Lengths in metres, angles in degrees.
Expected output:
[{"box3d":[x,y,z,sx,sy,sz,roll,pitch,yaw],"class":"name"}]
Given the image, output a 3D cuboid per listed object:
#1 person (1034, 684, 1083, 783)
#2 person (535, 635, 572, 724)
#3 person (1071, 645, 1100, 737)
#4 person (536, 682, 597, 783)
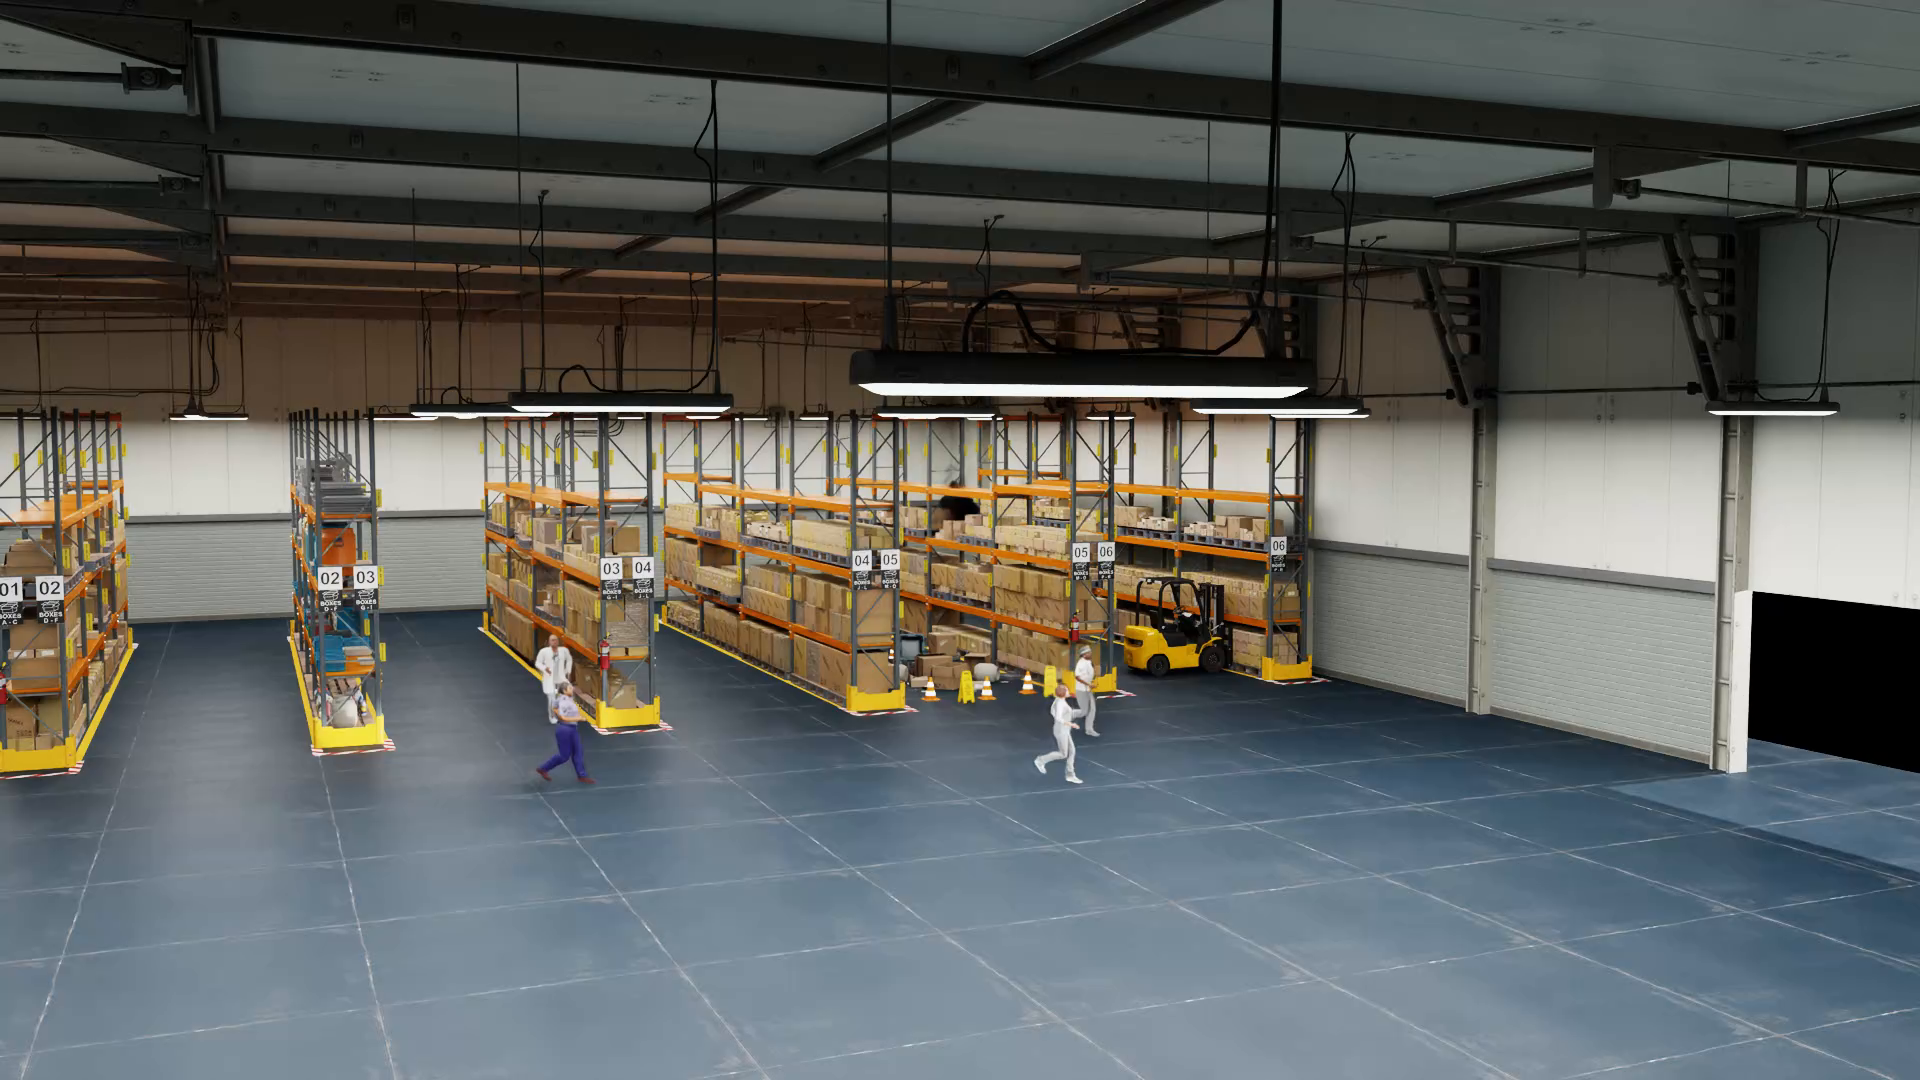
[{"box3d":[1.574,3.089,26.517,0.774,1.598,0.553,0,4,4],"class":"person"},{"box3d":[-7.666,2.647,31.510,0.734,1.718,0.705,-2,4,-25],"class":"person"},{"box3d":[2.227,2.759,30.572,0.757,1.695,0.586,1,4,20],"class":"person"},{"box3d":[-6.225,3.061,26.252,0.921,1.637,0.609,0,4,-6],"class":"person"}]
